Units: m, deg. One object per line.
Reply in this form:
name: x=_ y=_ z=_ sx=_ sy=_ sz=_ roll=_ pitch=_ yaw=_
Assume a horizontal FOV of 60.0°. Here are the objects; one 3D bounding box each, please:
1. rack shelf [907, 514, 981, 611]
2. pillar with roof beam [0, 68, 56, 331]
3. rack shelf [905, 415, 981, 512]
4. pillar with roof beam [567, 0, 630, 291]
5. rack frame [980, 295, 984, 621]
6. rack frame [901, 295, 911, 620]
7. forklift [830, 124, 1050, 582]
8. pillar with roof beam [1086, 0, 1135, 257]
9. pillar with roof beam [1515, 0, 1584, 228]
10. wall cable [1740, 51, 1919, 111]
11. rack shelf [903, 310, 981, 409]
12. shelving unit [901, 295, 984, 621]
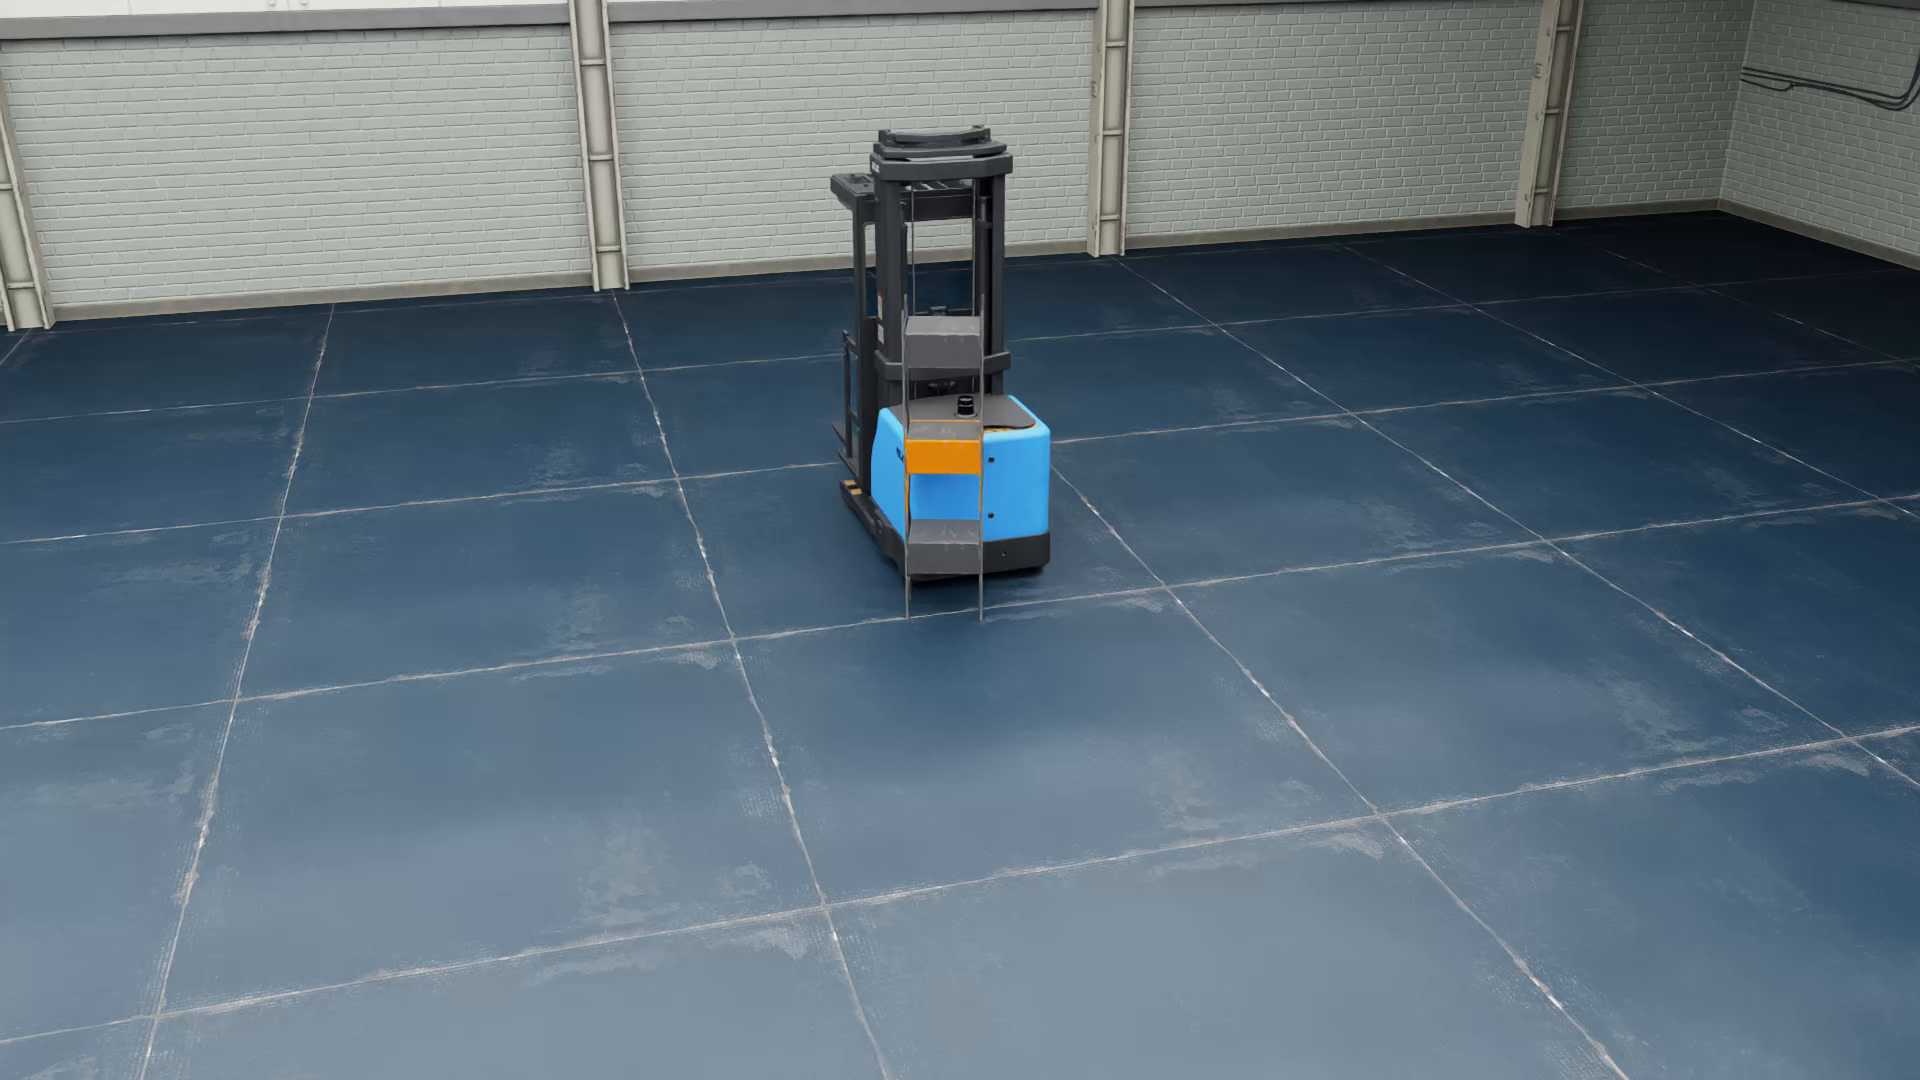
rack shelf: x=-0.101 y=0.144 z=11.060 sx=0.480 sy=0.518 sz=0.431 roll=0 pitch=23 yaw=1
pillar with roof beam: x=-8.600 y=-4.755 z=11.921 sx=0.400 sy=9.000 sz=9.100 roll=-6 pitch=24 yaw=-14
rack shelf: x=-0.102 y=-0.499 z=10.784 sx=0.480 sy=0.518 sz=0.431 roll=0 pitch=23 yaw=1
pillar with roof beam: x=-2.823 y=-5.395 z=13.410 sx=0.400 sy=9.000 sz=9.100 roll=-6 pitch=24 yaw=-14
rack frame: x=0.142 y=-0.510 z=10.773 sx=0.015 sy=2.100 sz=0.400 roll=0 pitch=23 yaw=1
rack frame: x=-0.346 y=-0.513 z=10.784 sx=0.015 sy=2.100 sz=0.400 roll=0 pitch=23 yaw=1
forklift: x=-0.302 y=-1.616 z=12.298 sx=1.130 sy=2.935 sz=3.031 roll=-7 pitch=24 yaw=-16
pillar with roof beam: x=2.954 y=-6.034 z=14.900 sx=0.400 sy=9.000 sz=9.100 roll=-6 pitch=24 yaw=-14
pillar with roof beam: x=8.731 y=-6.673 z=16.389 sx=0.400 sy=9.000 sz=9.100 roll=-6 pitch=24 yaw=-14
wall cable: x=10.761 y=-6.692 z=20.372 sx=0.112 sy=2.526 sz=3.097 roll=-6 pitch=24 yaw=-14
rack shelf: x=-0.103 y=-1.142 z=10.508 sx=0.480 sy=0.518 sz=0.431 roll=0 pitch=23 yaw=1
shelving unit: x=-0.102 y=-0.512 z=10.778 sx=0.503 sy=2.100 sz=0.431 roll=0 pitch=23 yaw=1
